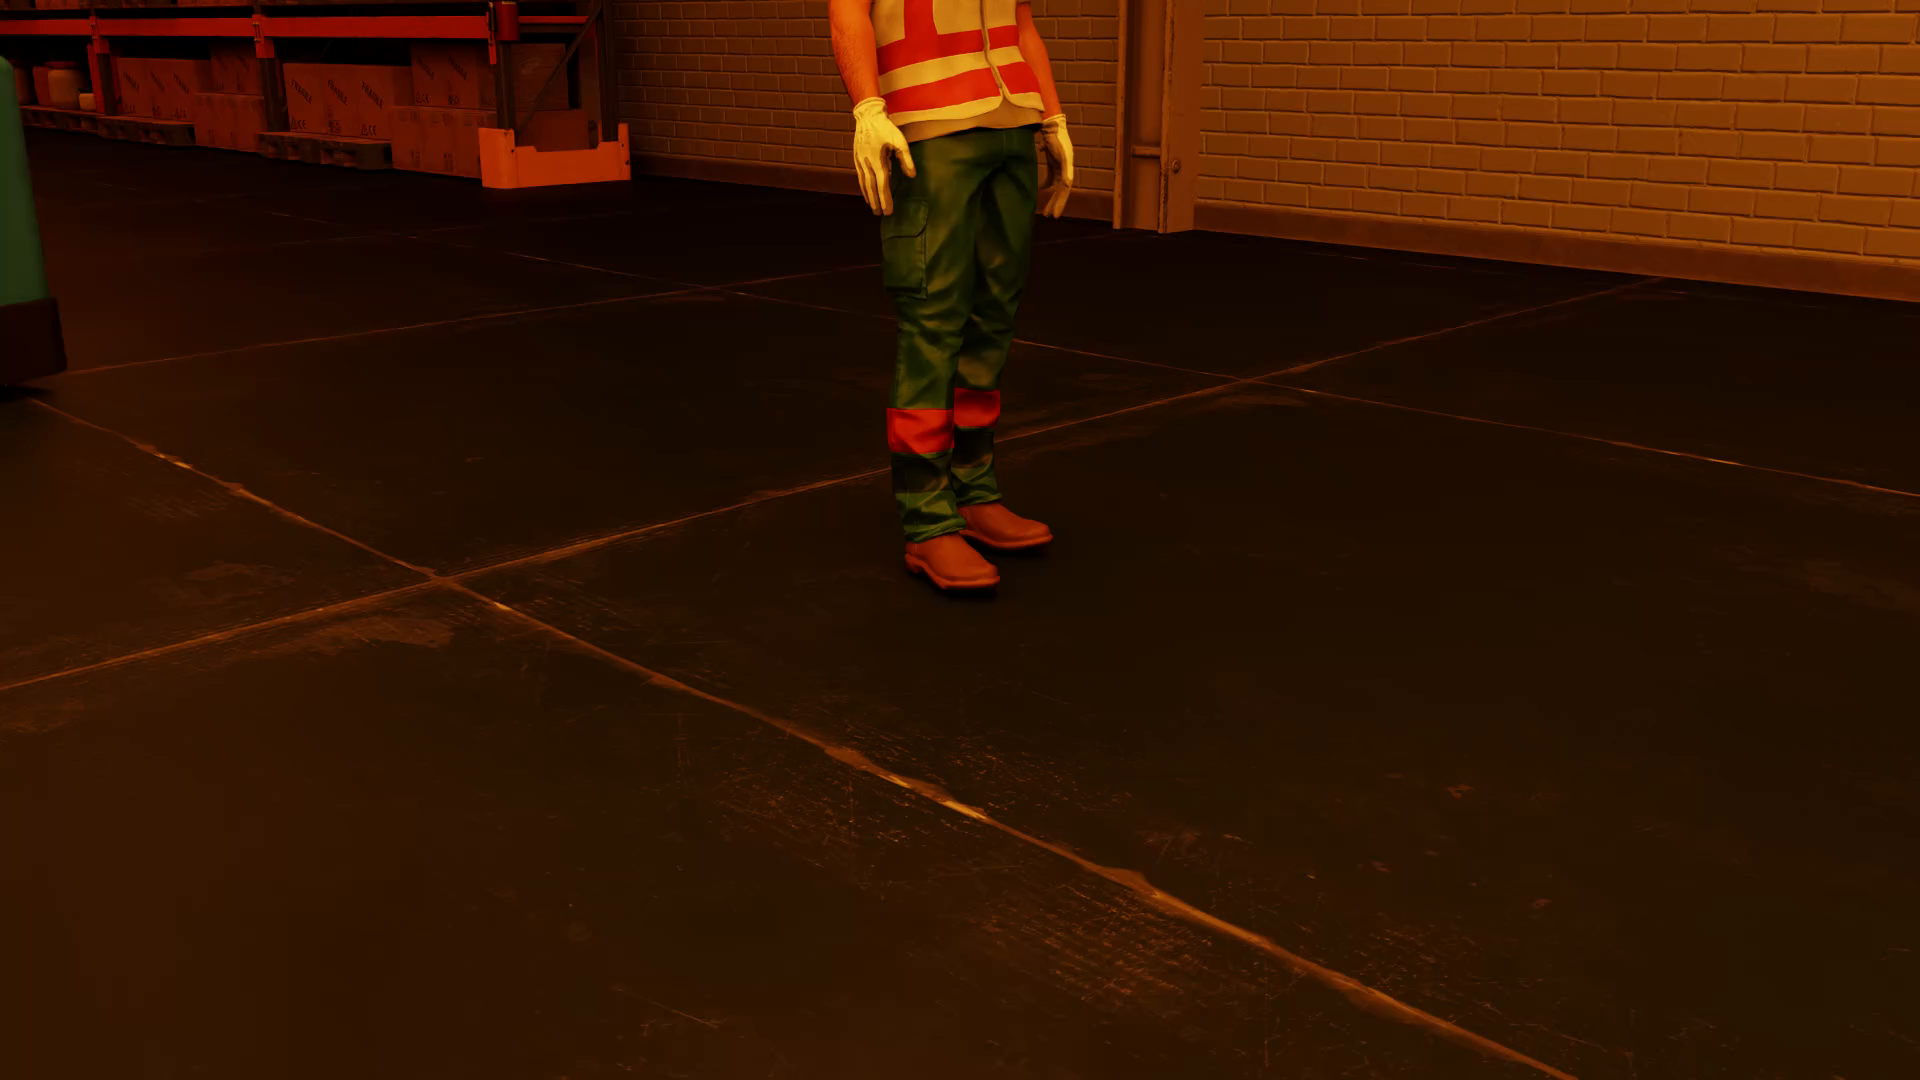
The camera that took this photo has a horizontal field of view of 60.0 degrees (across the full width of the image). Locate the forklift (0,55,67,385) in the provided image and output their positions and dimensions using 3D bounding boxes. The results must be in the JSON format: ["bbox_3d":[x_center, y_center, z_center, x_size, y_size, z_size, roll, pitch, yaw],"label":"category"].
[{"bbox_3d":[-4.498,-1.931,5.184,3.031,2.935,1.130,7,19,22],"label":"forklift"}]

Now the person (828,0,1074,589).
[{"bbox_3d":[0.048,-0.843,3.567,0.564,1.787,0.637,16,23,42],"label":"person"}]
